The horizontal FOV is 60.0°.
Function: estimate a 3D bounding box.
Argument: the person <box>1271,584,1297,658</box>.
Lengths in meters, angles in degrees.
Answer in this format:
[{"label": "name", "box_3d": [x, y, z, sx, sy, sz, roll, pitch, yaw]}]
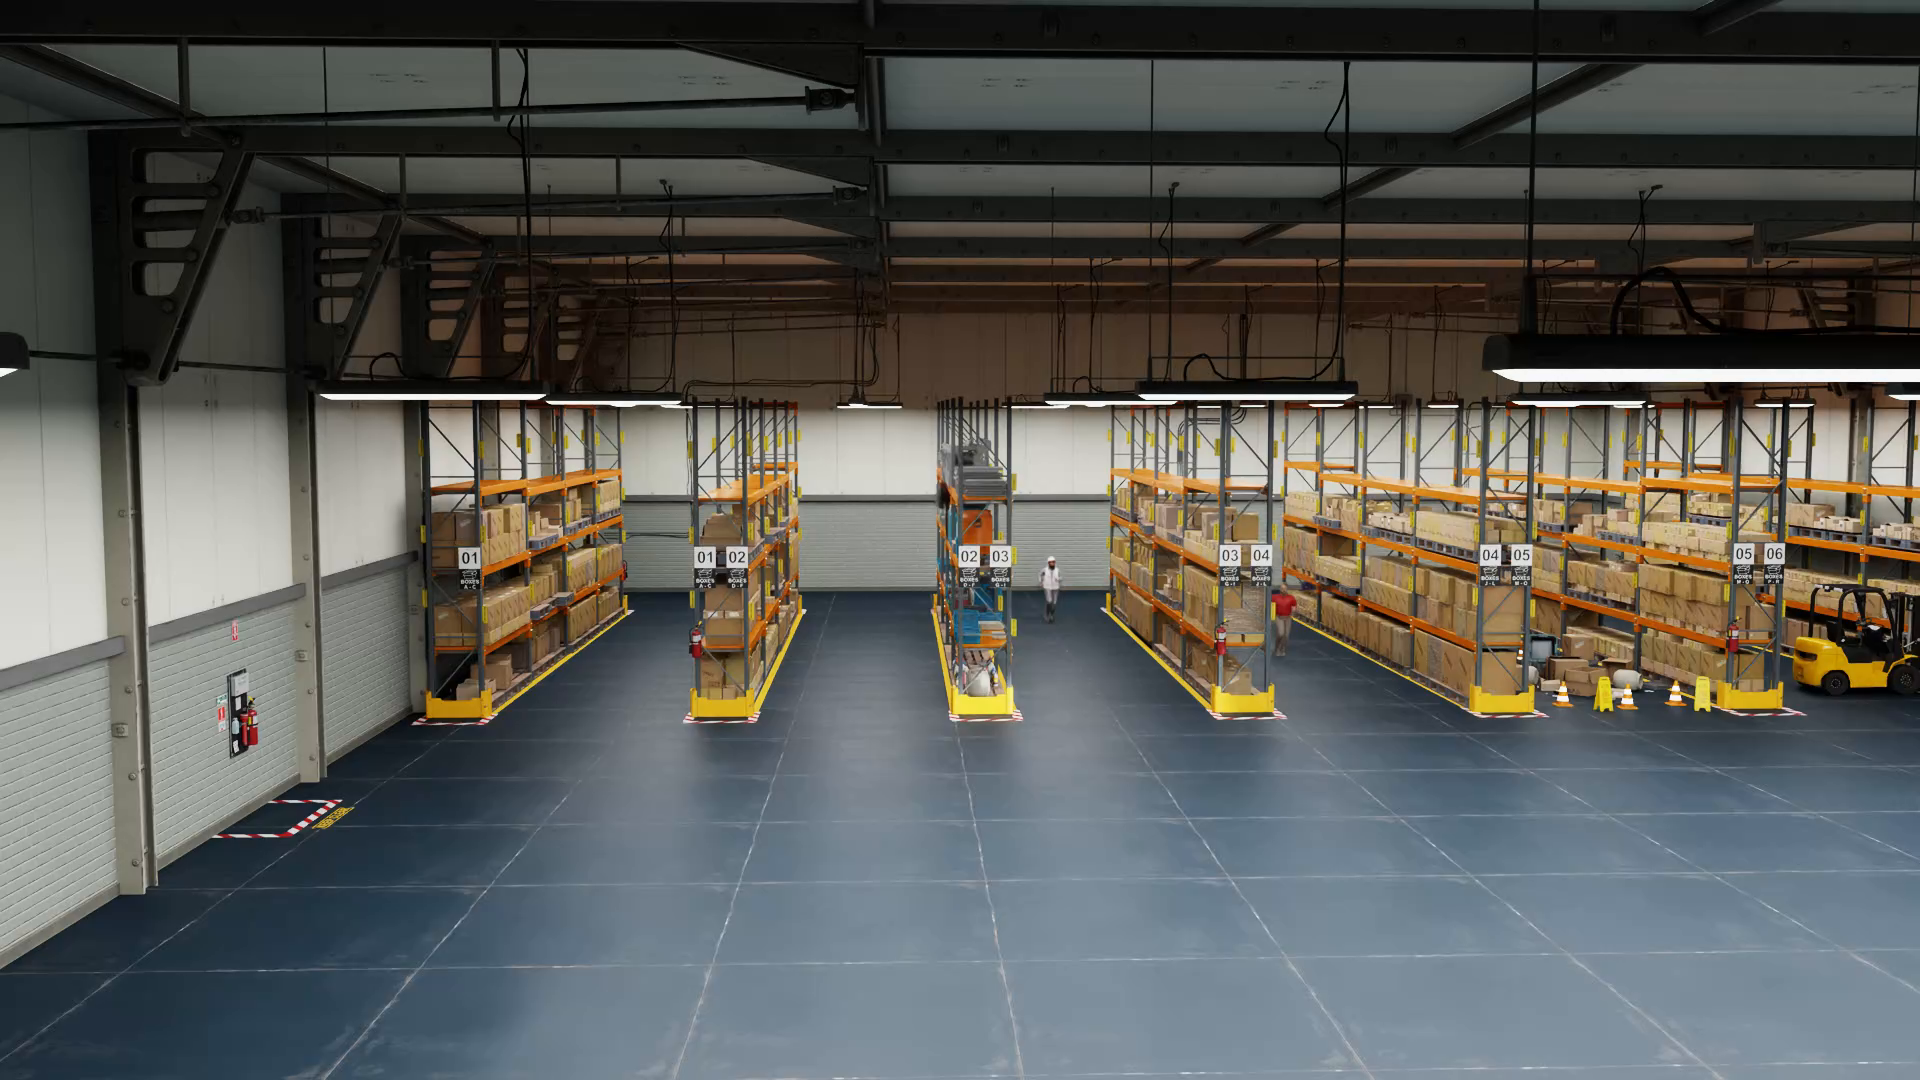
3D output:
[{"label": "person", "box_3d": [7.542, 1.892, 38.711, 0.648, 1.729, 0.706, 0, 4, -4]}]

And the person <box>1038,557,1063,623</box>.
[{"label": "person", "box_3d": [2.482, 1.350, 45.250, 0.627, 1.800, 0.726, -1, 5, -11]}]

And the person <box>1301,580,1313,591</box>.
[{"label": "person", "box_3d": [10.419, 1.098, 49.356, 0.790, 1.619, 0.612, -2, 5, -24]}]
